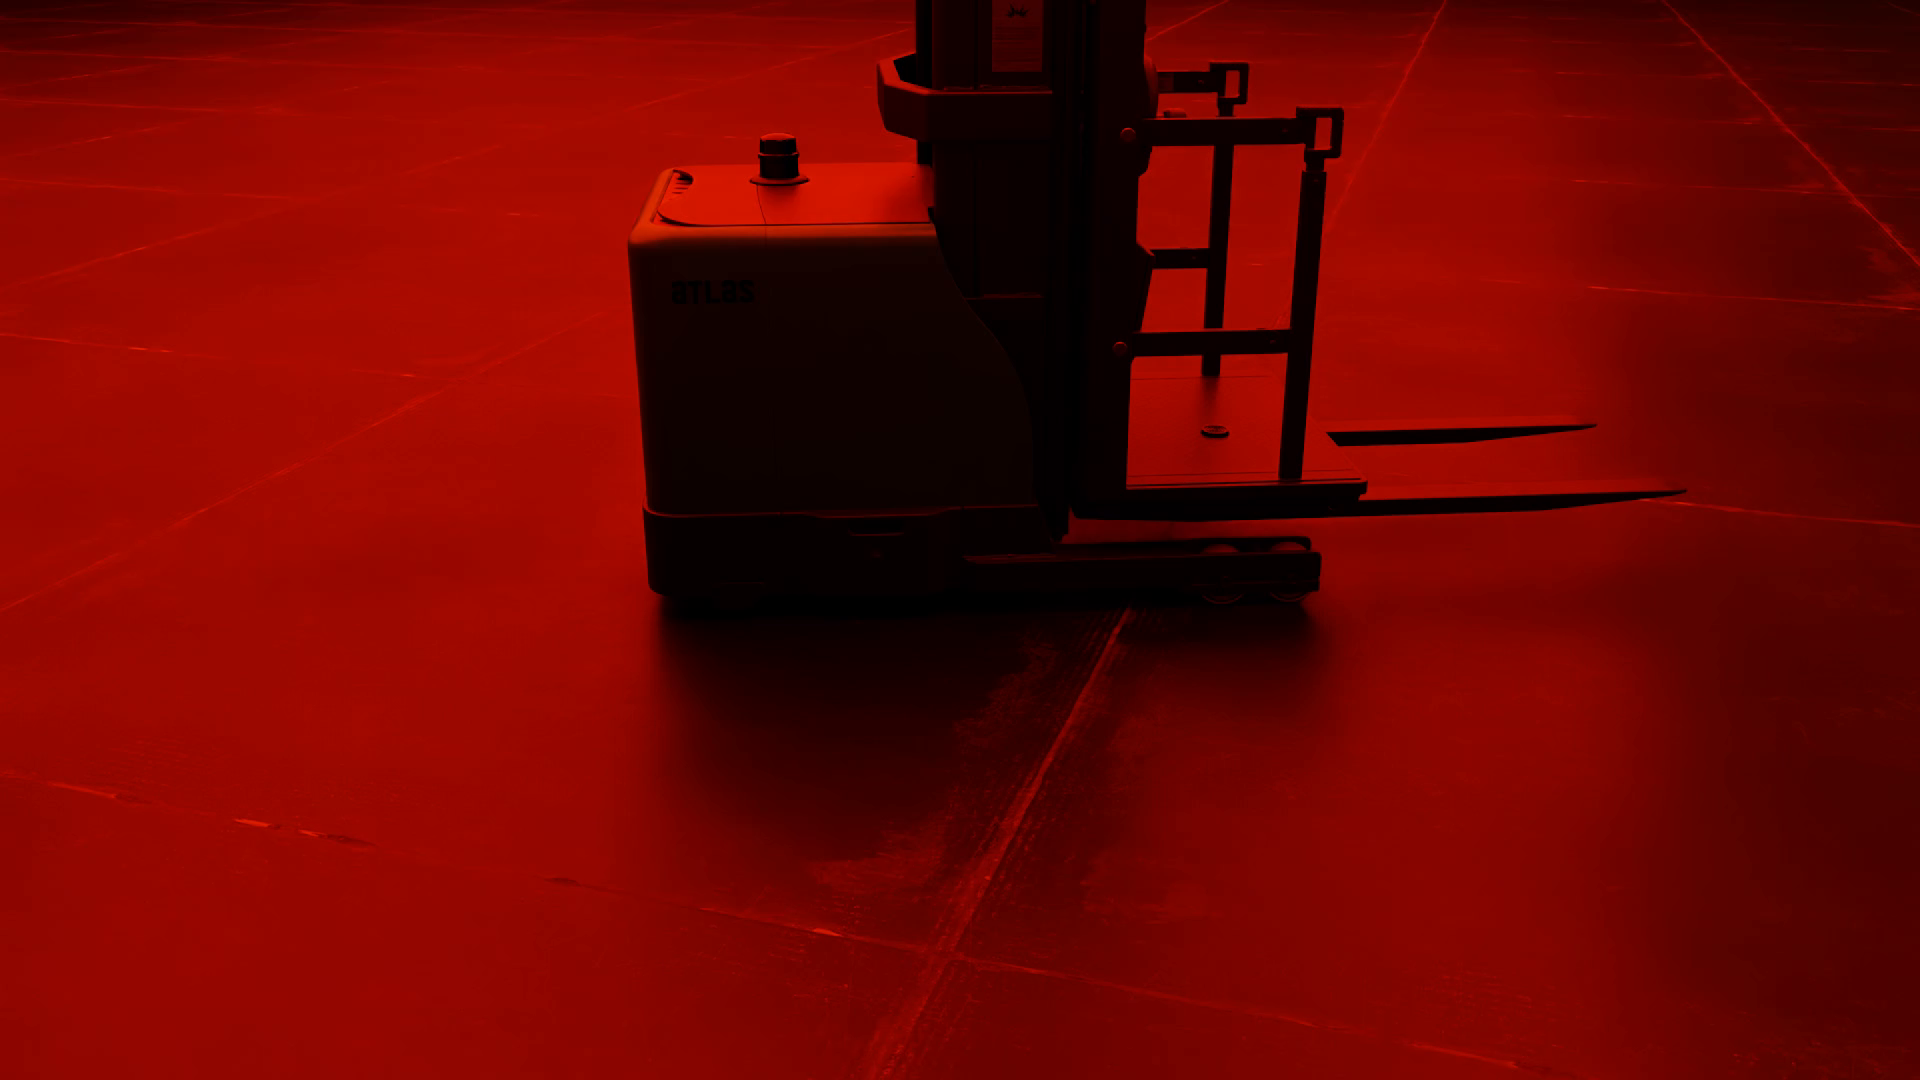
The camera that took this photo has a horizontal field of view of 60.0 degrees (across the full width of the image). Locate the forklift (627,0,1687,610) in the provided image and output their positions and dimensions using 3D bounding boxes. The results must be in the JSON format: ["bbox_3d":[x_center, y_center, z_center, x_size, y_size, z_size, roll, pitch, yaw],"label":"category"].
[{"bbox_3d":[0.606,-1.374,4.608,3.031,2.935,1.130,-2,23,-4],"label":"forklift"}]
